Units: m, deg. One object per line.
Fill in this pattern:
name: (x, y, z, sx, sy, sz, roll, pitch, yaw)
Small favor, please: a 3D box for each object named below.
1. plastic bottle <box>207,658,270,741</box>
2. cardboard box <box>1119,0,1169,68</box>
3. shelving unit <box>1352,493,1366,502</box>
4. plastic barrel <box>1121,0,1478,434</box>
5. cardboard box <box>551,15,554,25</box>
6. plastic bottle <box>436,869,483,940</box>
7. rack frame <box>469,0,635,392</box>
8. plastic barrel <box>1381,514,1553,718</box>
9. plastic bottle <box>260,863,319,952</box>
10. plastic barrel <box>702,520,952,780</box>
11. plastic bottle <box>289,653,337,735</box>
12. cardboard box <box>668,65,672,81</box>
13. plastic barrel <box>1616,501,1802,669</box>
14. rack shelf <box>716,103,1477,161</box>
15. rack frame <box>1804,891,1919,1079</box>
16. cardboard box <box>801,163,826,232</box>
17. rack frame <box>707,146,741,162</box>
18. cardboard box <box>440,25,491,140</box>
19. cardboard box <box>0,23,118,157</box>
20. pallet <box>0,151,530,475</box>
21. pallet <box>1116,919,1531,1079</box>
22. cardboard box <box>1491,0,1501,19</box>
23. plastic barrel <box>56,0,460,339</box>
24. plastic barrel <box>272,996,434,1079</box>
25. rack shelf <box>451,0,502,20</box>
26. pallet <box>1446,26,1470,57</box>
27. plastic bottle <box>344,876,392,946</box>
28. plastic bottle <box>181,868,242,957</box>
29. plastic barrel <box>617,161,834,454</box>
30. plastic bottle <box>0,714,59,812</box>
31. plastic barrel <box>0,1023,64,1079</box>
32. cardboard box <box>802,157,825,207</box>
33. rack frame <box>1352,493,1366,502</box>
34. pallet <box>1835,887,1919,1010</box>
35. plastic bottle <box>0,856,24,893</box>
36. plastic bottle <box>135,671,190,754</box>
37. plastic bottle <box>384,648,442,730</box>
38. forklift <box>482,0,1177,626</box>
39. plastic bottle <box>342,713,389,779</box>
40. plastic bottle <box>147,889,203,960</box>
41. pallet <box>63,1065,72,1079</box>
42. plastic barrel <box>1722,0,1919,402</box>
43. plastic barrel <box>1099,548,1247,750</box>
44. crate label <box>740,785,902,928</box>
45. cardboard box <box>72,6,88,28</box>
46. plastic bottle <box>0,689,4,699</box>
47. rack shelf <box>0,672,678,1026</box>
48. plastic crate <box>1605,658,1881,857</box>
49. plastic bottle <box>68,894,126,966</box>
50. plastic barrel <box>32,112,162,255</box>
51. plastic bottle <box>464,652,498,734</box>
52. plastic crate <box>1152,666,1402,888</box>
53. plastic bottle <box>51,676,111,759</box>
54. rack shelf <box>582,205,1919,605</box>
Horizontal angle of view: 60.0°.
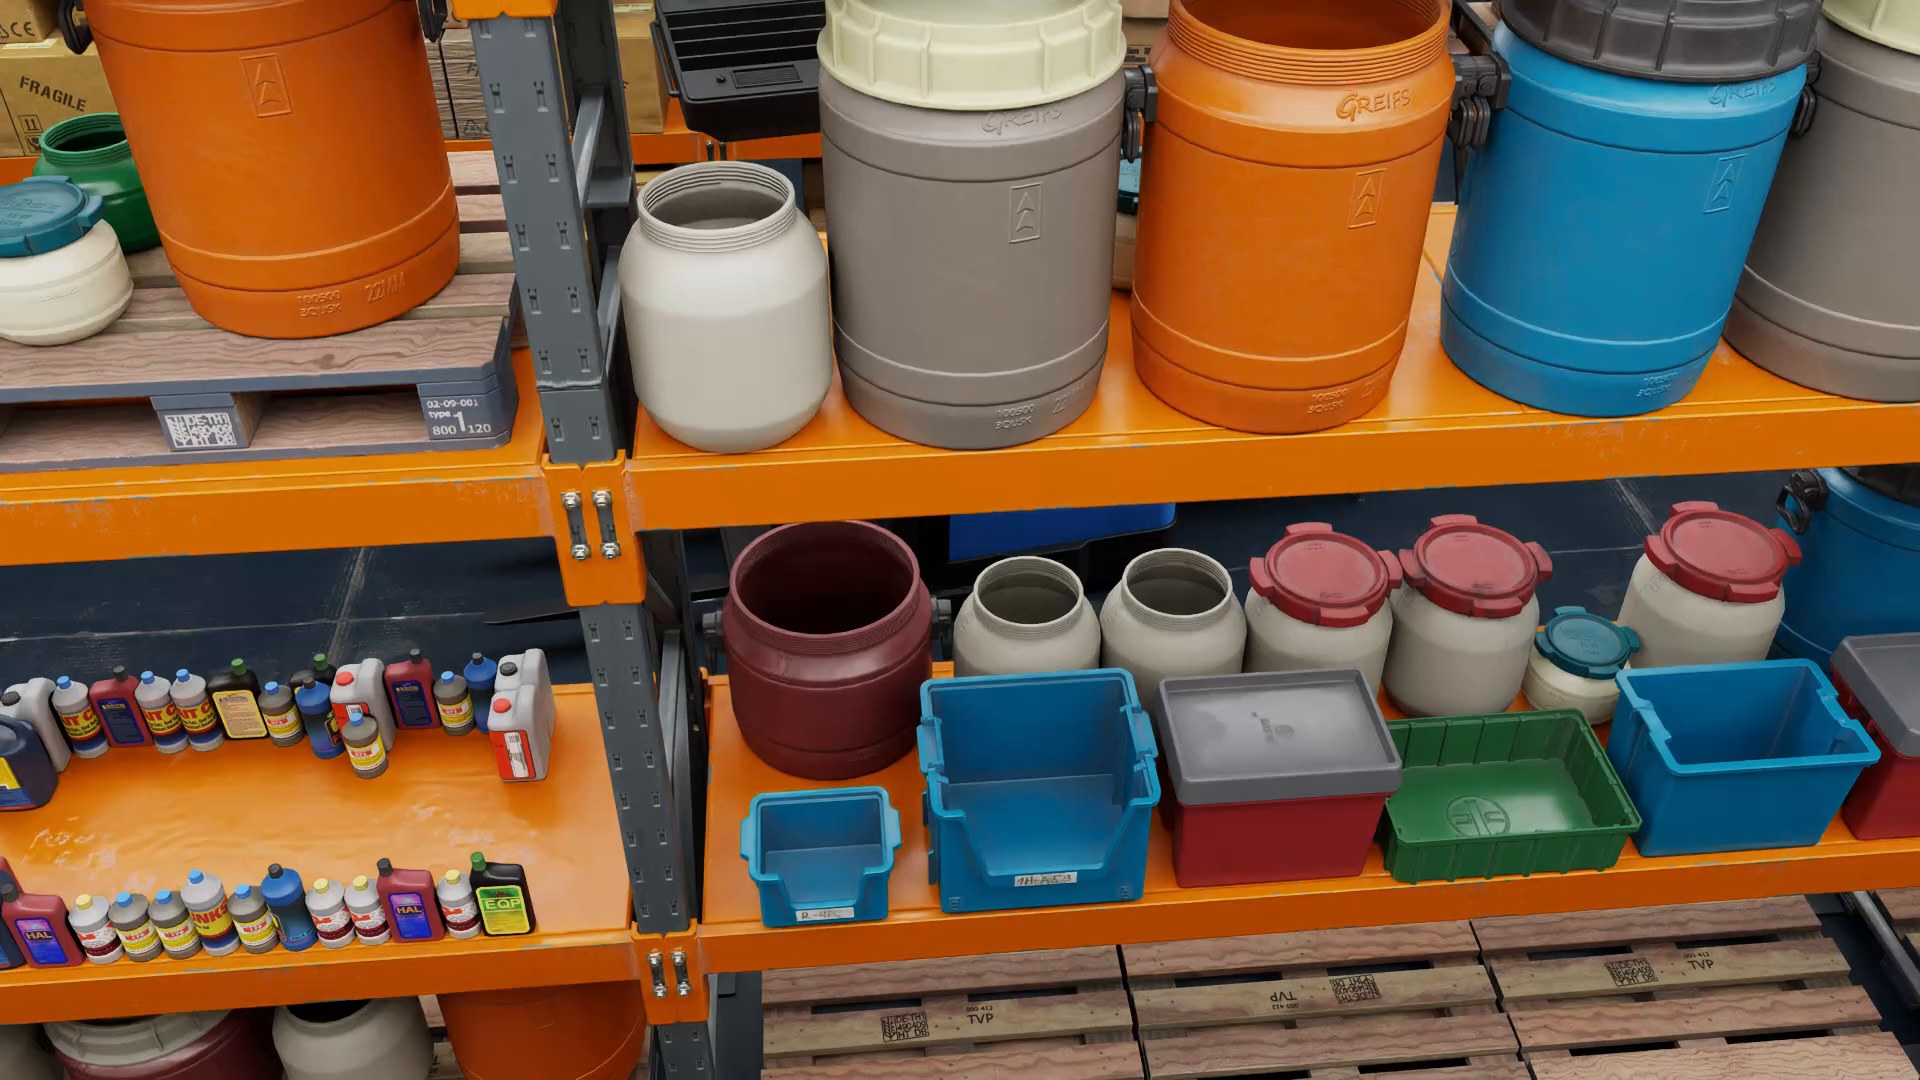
plastic bottle: (-2.102, 0.462, 4.837, 0.133, 0.283, 0.061, -3, 38, -4)
cardboard box: (1.012, -2.754, 8.397, 0.637, 0.503, 0.797, 1, 38, 1)
shelving unit: (1.373, -0.847, 7.613, 1.048, 1.500, 0.538, -9, 39, -11)
plastic barrel: (0.674, -0.719, 3.471, 0.708, 0.830, 0.600, -3, 38, -4)
cardboard box: (-1.983, -2.884, 8.093, 0.637, 0.503, 0.797, -2, 38, -2)
plastic bottle: (-1.296, 0.933, 4.306, 0.097, 0.201, 0.097, 0, 38, 0)
rack frame: (-0.815, -1.781, 2.742, 0.127, 3.000, 1.000, -3, 38, -4)
plastic barrel: (1.467, 0.259, 4.890, 0.433, 0.535, 0.433, 0, 38, 0)
plastic bottle: (-1.720, 0.929, 4.255, 0.097, 0.271, 0.097, 0, 38, 0)
plastic barrel: (-0.379, 0.309, 4.827, 0.708, 0.536, 0.600, -3, 38, -4)
plastic bottle: (-1.873, 0.449, 4.853, 0.133, 0.283, 0.061, -3, 38, -4)
cardboard box: (-1.762, -2.662, 8.621, 0.500, 0.500, 0.500, -2, 38, -3)
plastic barrel: (2.197, 0.219, 4.941, 0.433, 0.535, 0.433, 0, 38, 0)
rack shelf: (0.739, -2.309, 8.835, 4.000, 0.370, 1.077, -3, 38, -4)
rack frame: (3.170, 0.355, 4.878, 0.127, 3.000, 1.000, -3, 38, -4)
cardboard box: (-0.588, -1.722, 9.174, 0.500, 0.500, 0.700, -5, 39, -6)
rack frame: (-1.253, -2.481, 8.473, 0.127, 3.000, 1.000, -3, 38, -4)
cardboard box: (-2.220, -2.317, 8.184, 0.500, 0.500, 0.500, -3, 38, -4)
cardboard box: (-4.257, -2.200, 8.036, 0.500, 0.500, 0.500, -3, 38, -4)
pallet: (-1.585, -0.547, 3.753, 1.213, 0.211, 1.003, -3, 38, -4)
pallet: (1.173, 1.586, 5.570, 1.213, 0.211, 1.003, -3, 38, -4)
cardboard box: (3.185, -2.843, 8.611, 0.500, 0.500, 0.875, -3, 38, -4)
plastic barrel: (-1.380, -0.907, 3.371, 0.708, 0.830, 0.600, -3, 38, -4)
plastic barrel: (-1.855, 1.510, 5.084, 0.421, 0.512, 0.421, 0, 38, 0)
rack shelf: (-2.807, -1.231, 2.950, 4.000, 0.370, 1.077, -3, 38, -4)
pallet: (1.957, -2.673, 8.871, 1.213, 0.211, 1.003, -3, 38, -4)
plastic bottle: (-1.526, 0.946, 4.290, 0.097, 0.201, 0.097, 0, 38, 0)
plastic bottle: (-1.914, 0.940, 4.241, 0.097, 0.271, 0.097, 0, 38, 0)
plastic barrel: (-0.478, -0.475, 3.418, 0.421, 0.512, 0.421, 0, 38, 0)
plastic bottle: (-2.668, 0.587, 4.624, 0.185, 0.351, 0.144, -3, 38, -4)
plastic barrel: (-2.980, 1.572, 5.006, 0.421, 0.512, 0.421, 0, 38, 0)
cardboard box: (-0.589, -2.022, 8.949, 0.500, 0.250, 0.500, -2, 38, -2)
rack frame: (1.867, -0.923, 7.710, 0.032, 1.500, 0.500, -9, 39, -11)
pallet: (3.842, 1.439, 5.756, 1.213, 0.211, 1.003, -3, 38, -4)
plastic bottle: (-2.515, 0.890, 4.295, 0.133, 0.283, 0.061, -3, 38, -4)
plastic bottle: (-2.313, 0.490, 4.812, 0.097, 0.271, 0.097, 0, 38, 0)
plastic bottle: (-1.606, 0.435, 4.872, 0.133, 0.283, 0.061, -3, 38, -4)
forklift: (-0.609, -1.056, 6.722, 3.031, 2.935, 1.130, -9, 39, -11)
plastic bottle: (-1.706, 0.578, 4.756, 0.097, 0.201, 0.097, 0, 38, 0)
plastic bottle: (-2.011, 0.972, 4.256, 0.097, 0.201, 0.097, 0, 38, 0)
pallet: (-2.809, 1.803, 5.294, 1.213, 0.211, 1.003, -3, 38, -4)
plastic barrel: (2.031, -0.822, 3.543, 0.600, 0.901, 0.600, 0, 38, 0)
plastic barrel: (0.611, 0.319, 4.833, 0.421, 0.512, 0.421, 0, 38, 0)
crate label: (-0.362, 0.848, 4.388, 0.416, 0.233, 0.303, -3, 38, -4)
cardboard box: (-3.917, -2.766, 7.943, 0.637, 0.503, 0.797, -3, 38, -3)
plastic bottle: (-2.815, 0.501, 4.734, 0.185, 0.351, 0.144, -3, 38, -4)
rack shelf: (-2.807, 0.967, 4.684, 4.000, 0.370, 1.077, -3, 38, -4)
plastic crate: (2.098, 0.614, 4.563, 0.575, 0.384, 0.392, -3, 38, -4)
plastic bottle: (-2.205, 0.983, 4.243, 0.097, 0.201, 0.097, 0, 38, 0)
plastic barrel: (-1.890, -0.791, 3.695, 0.294, 0.245, 0.294, 0, 38, 0)
plastic bottle: (-1.392, 0.439, 4.876, 0.097, 0.271, 0.097, 0, 38, 0)
plastic crate: (0.822, 0.650, 4.453, 0.583, 0.464, 0.402, -3, 38, -4)
plastic bottle: (-2.543, 0.502, 4.796, 0.097, 0.271, 0.097, 0, 38, 0)
rack shelf: (1.178, -0.430, 4.033, 4.000, 0.370, 1.077, -3, 38, -4)
